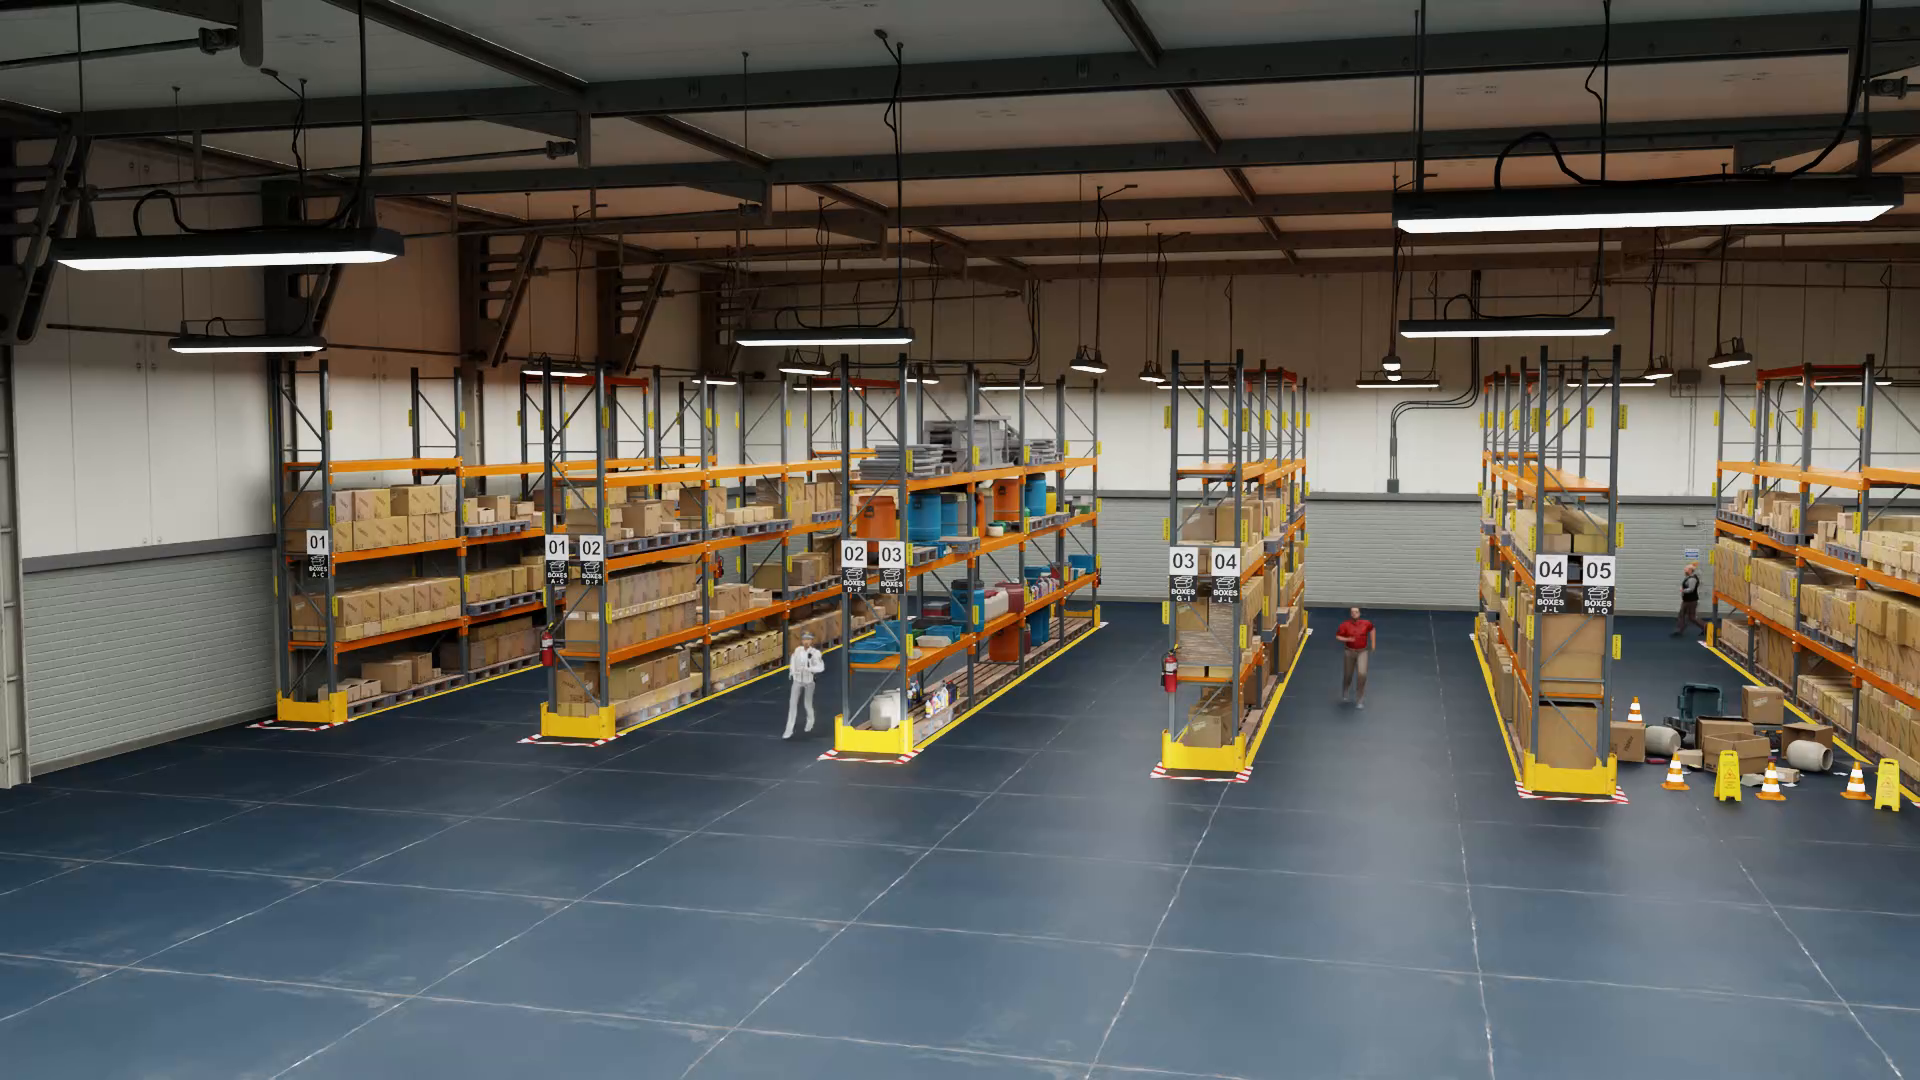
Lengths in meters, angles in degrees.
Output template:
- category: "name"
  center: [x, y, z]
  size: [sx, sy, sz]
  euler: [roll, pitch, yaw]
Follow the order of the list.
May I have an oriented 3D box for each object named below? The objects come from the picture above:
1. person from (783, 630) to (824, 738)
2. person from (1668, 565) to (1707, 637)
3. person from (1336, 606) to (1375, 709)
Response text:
- category: "person"
  center: [-2.430, 2.240, 26.151]
  size: [0.628, 1.663, 0.998]
  euler: [1, 4, 12]
- category: "person"
  center: [16.779, 1.418, 38.173]
  size: [0.880, 1.720, 0.679]
  euler: [1, 4, 19]
- category: "person"
  center: [6.958, 2.048, 29.250]
  size: [0.674, 1.786, 0.929]
  euler: [1, 4, 11]
